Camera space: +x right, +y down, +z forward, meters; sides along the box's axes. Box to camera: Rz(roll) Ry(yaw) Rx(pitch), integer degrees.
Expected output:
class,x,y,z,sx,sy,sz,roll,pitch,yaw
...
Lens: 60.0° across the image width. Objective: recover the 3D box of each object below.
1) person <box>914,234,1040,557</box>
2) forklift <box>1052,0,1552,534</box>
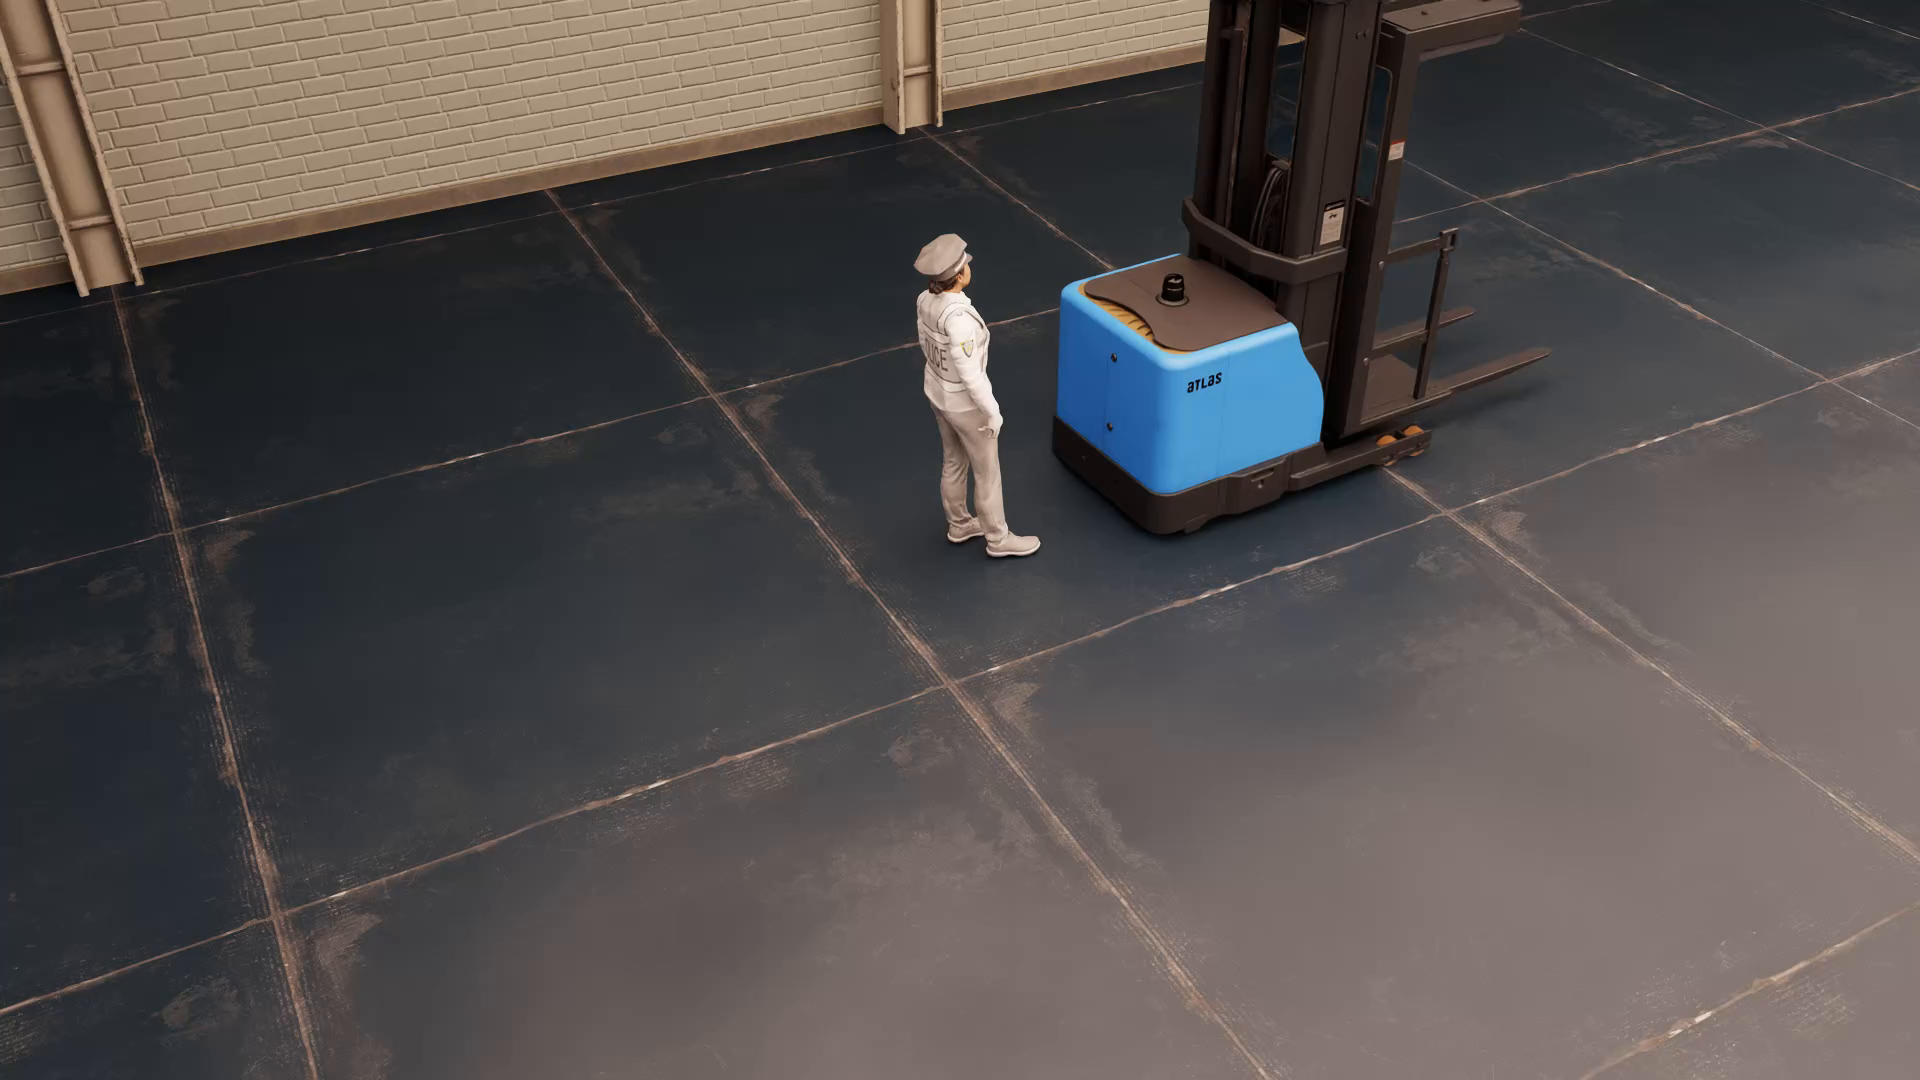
class,x,y,z,sx,sy,sz,roll,pitch,yaw
person,0.062,-0.713,8.190,0.534,1.696,0.587,-17,39,-23
forklift,2.042,-1.852,8.743,3.031,2.935,1.130,-19,39,-25
